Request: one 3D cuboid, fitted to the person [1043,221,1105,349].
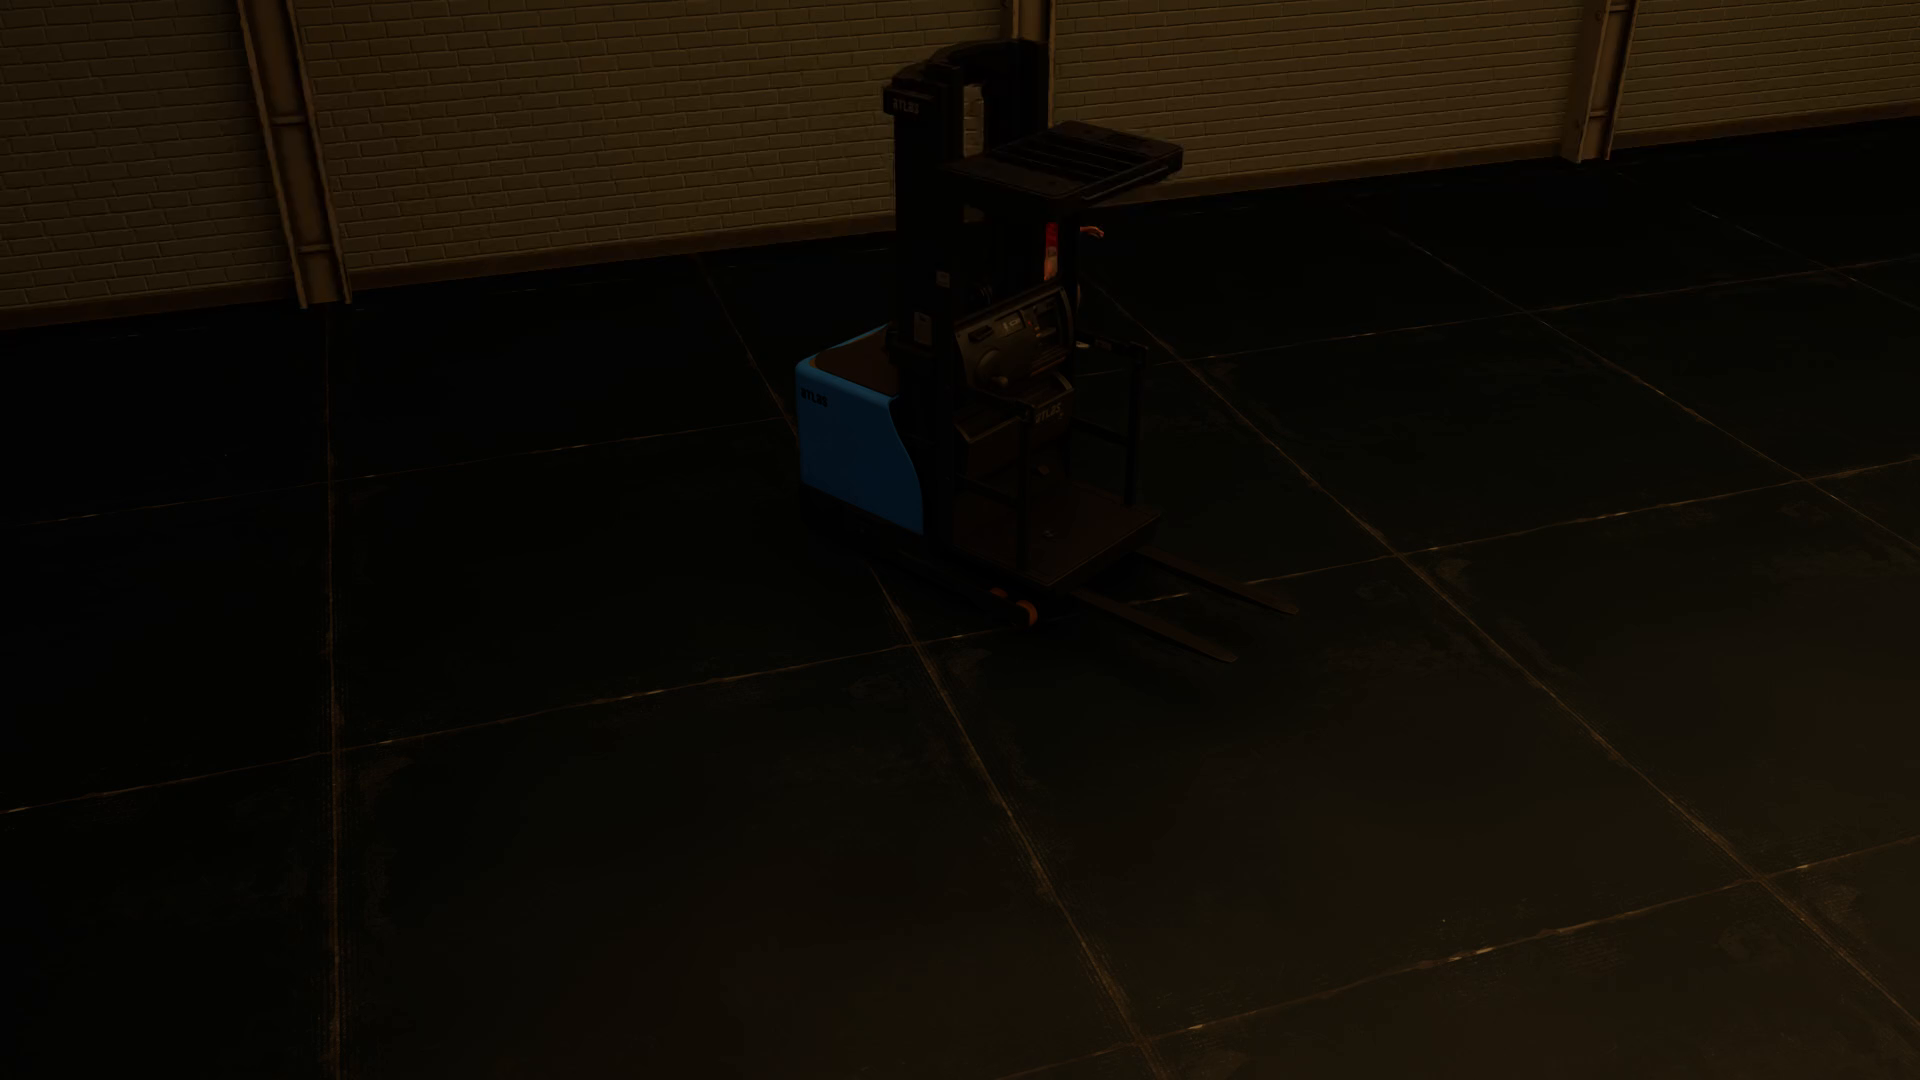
[{"bbox_3d":[0.722,-2.027,11.985,0.800,1.585,0.784,-13,33,-22],"label":"person"}]

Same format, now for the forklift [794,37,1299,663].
[{"bbox_3d":[0.461,-1.071,8.949,3.031,2.935,1.130,23,37,35],"label":"forklift"}]
